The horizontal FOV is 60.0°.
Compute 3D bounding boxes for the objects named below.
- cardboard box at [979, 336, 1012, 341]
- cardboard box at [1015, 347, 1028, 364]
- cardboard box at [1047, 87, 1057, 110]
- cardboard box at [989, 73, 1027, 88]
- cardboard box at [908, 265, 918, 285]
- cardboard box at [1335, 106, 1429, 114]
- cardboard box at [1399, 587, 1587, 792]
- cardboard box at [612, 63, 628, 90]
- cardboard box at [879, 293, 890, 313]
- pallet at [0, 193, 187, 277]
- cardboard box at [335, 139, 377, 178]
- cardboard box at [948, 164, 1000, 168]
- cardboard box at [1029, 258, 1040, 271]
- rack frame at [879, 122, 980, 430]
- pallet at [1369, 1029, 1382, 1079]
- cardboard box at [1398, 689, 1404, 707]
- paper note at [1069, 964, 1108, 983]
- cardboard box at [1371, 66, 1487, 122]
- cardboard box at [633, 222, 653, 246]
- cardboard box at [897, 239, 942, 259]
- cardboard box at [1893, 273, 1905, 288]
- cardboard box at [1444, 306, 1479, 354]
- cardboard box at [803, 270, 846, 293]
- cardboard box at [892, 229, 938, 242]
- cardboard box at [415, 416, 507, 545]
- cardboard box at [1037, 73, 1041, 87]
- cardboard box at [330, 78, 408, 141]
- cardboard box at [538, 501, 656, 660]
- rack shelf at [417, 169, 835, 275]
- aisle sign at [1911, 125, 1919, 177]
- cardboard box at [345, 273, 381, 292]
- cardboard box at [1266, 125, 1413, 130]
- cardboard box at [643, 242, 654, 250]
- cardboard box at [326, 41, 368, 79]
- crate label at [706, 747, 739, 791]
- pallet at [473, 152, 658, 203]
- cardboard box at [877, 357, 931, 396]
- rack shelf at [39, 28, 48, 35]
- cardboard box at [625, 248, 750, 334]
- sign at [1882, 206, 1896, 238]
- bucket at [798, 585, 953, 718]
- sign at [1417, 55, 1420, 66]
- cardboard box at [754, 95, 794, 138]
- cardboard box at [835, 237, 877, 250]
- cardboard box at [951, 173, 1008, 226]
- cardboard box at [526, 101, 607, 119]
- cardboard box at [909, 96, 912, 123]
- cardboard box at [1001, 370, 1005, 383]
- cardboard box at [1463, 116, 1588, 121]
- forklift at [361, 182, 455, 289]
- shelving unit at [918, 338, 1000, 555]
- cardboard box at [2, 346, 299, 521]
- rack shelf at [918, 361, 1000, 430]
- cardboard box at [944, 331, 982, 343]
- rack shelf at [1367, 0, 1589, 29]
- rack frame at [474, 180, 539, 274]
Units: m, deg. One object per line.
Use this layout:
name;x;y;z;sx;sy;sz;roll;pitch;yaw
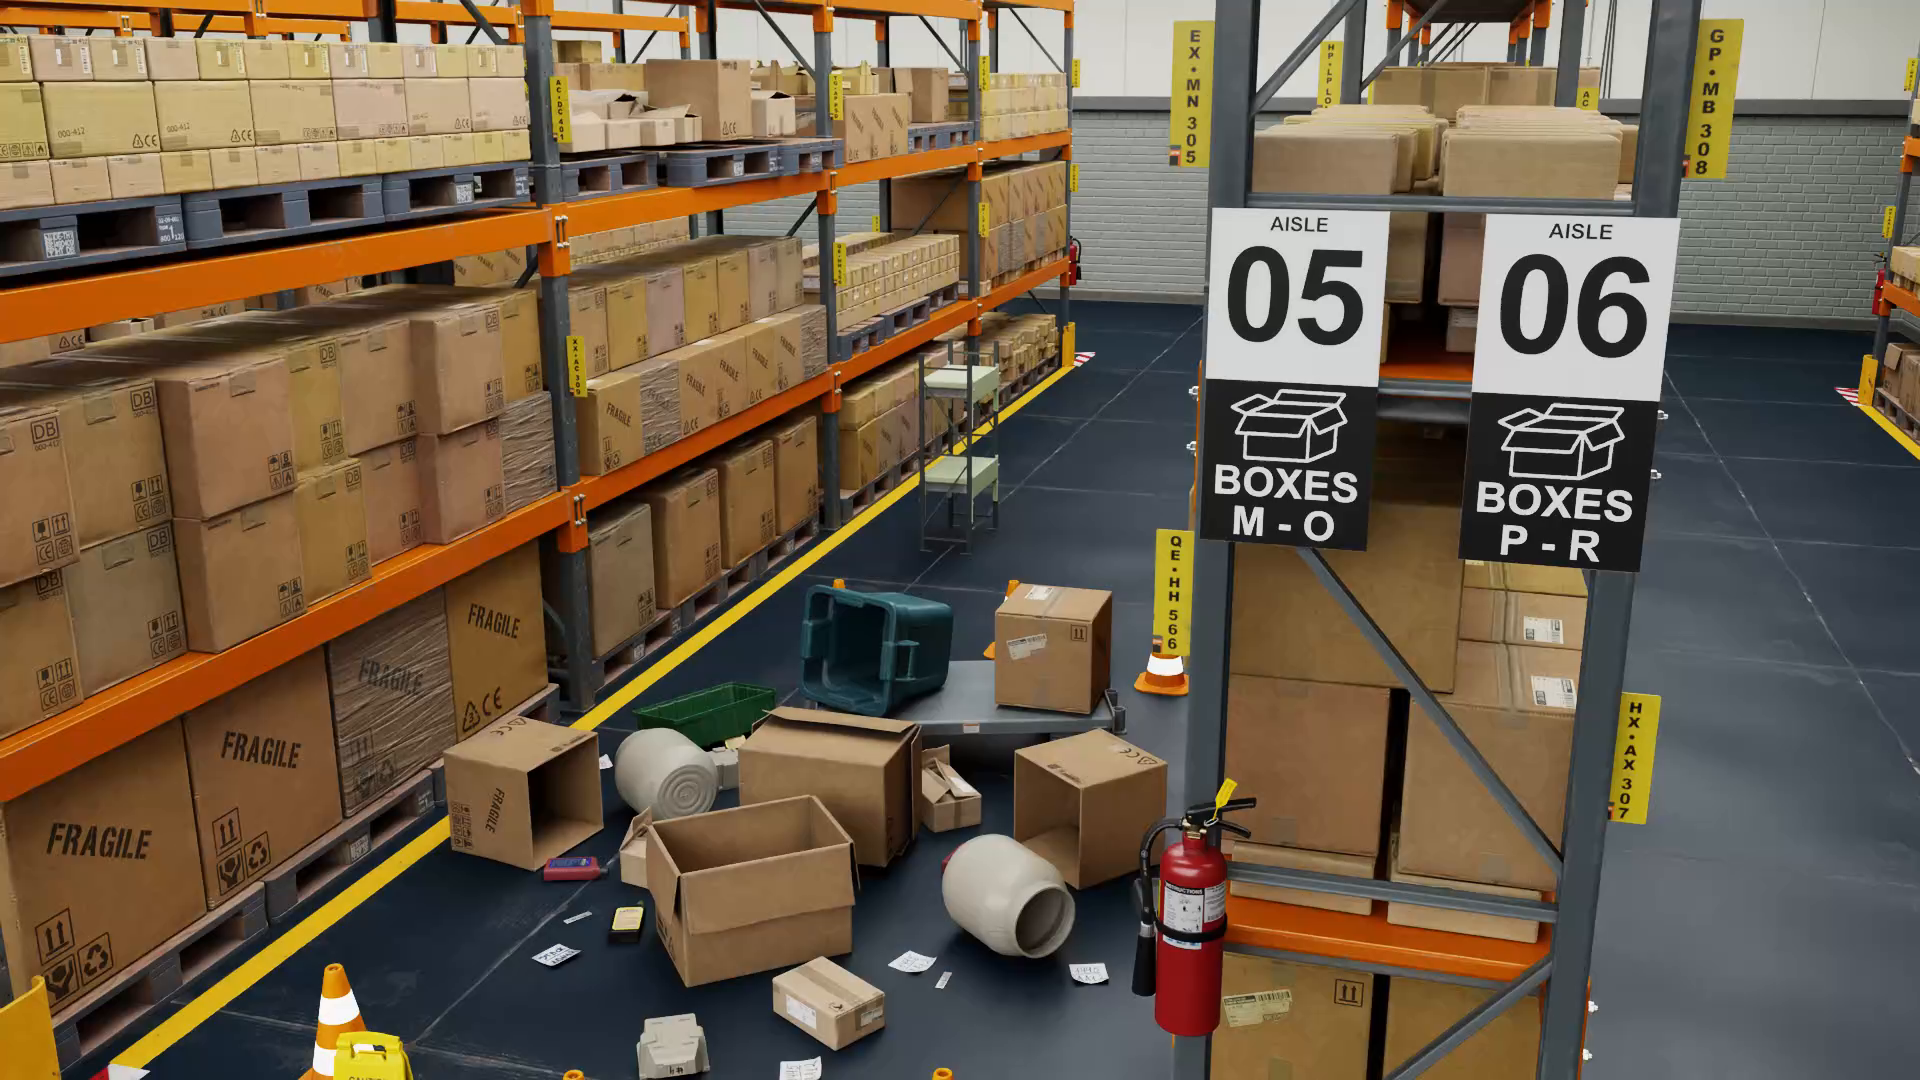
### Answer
cardboard box;0.356;-2.143;18.251;0.380;0.149;0.250;4;16;14
cardboard box;0.536;-2.054;18.483;0.380;0.149;0.250;5;17;16
cardboard box;0.804;-4.990;18.787;0.500;0.250;0.500;4;16;14
cardboard box;0.495;-4.877;17.656;0.380;0.149;0.250;4;16;14
cardboard box;-0.596;-2.366;14.820;0.380;0.149;0.250;5;17;16
cardboard box;1.752;-1.734;6.949;0.380;0.149;0.250;5;17;18
cardboard box;1.608;0.461;4.978;0.500;0.500;0.500;5;17;18
cardboard box;-4.364;-5.388;19.696;0.700;0.500;0.500;3;16;12
cardboard box;-0.816;-2.024;14.158;0.380;0.149;0.250;5;17;18
pallet;-3.511;-1.062;5.743;1.003;0.211;1.213;5;16;16
cardboard box;-2.732;-1.632;7.097;0.380;0.149;0.250;4;16;15
cardboard box;0.147;-3.961;18.738;0.500;0.500;0.500;4;16;15
cardboard box;0.697;-3.161;18.936;0.380;0.149;0.250;4;16;13
rack frame;-0.301;-2.606;16.521;1.000;3.000;0.127;5;16;16
pallet;1.350;2.002;5.383;1.003;0.211;1.213;5;16;16
cardboard box;1.418;0.499;6.035;0.380;0.149;0.250;5;16;16
paper note;0.518;1.731;6.670;0.142;0.019;0.148;-1;16;-3
cardboard box;2.243;-2.131;7.937;0.500;0.250;0.500;5;17;17
cardboard box;-4.064;-3.722;20.183;0.500;0.250;0.500;4;16;14
cardboard box;-0.379;-2.716;15.508;0.380;0.149;0.250;4;16;14
cardboard box;10.014;-2.726;17.403;0.380;0.149;0.250;4;16;15
cardboard box;1.458;-0.569;4.301;0.380;0.149;0.250;4;16;14
cardboard box;-1.120;-2.034;13.105;0.380;0.149;0.250;5;16;16
cardboard box;-0.435;-2.946;16.990;0.500;0.500;0.500;5;16;16
cardboard box;-2.803;-0.342;8.265;0.875;0.550;0.550;5;16;16
cardboard box;0.686;-5.083;18.384;0.380;0.149;0.250;4;16;15
cardboard box;-2.756;-1.866;7.191;0.500;0.250;0.500;4;16;15
cardboard box;-2.484;0.198;9.989;1.050;0.750;0.750;5;16;16
rack shelf;-2.006;-2.134;10.676;1.077;0.370;4.000;5;16;16
aisle sign;10.108;-4.203;17.386;0.394;0.787;0.004;5;16;16
cardboard box;-5.621;-2.260;15.118;0.500;0.500;0.500;4;16;14
cardboard box;1.041;-1.059;4.569;0.380;0.149;0.250;4;16;15
cardboard box;-3.966;-3.557;20.333;0.380;0.149;0.250;4;16;15
cardboard box;-2.732;-2.019;6.999;0.380;0.149;0.250;4;16;15
crate label;-1.228;1.163;8.478;0.298;0.136;0.250;-7;17;-23
pallet;-2.361;-2.108;9.618;0.805;0.209;1.217;4;16;14
cardboard box;-0.566;-1.479;14.985;0.500;0.250;0.500;4;16;13
rack shelf;-13.956;-6.848;21.807;1.077;0.370;4.000;5;16;16
cardboard box;-1.861;-1.705;11.330;0.700;0.500;0.500;4;16;15
sign;9.850;-3.370;17.627;0.100;0.325;0.005;5;16;16
bucket;-0.403;0.545;8.626;0.726;0.611;0.620;11;9;35
sign;5.080;-5.242;18.569;0.100;0.325;0.005;5;16;16
cardboard box;-1.519;-3.220;13.005;0.500;0.500;0.500;5;16;16
cardboard box;-1.003;-2.766;15.685;0.380;0.149;0.250;5;17;16
cardboard box;0.193;-3.515;17.162;0.500;0.500;0.500;4;16;14
cardboard box;-2.435;-2.474;9.881;0.500;0.250;0.500;4;16;15
cardboard box;-0.753;-3.995;15.312;0.500;0.311;0.500;4;16;15
cardboard box;0.274;-1.789;18.095;0.380;0.149;0.250;4;16;13
cardboard box;1.822;-1.288;5.376;0.380;0.149;0.250;5;17;17
forklift;-4.748;-1.587;13.053;3.031;2.935;1.130;-9;18;-30
shelving unit;-0.002;-0.720;12.619;0.431;1.500;0.755;5;16;16
cardboard box;-3.212;-0.440;6.628;0.875;0.550;0.550;5;16;16
rack shelf;-0.002;-1.095;12.512;0.431;0.370;0.720;5;16;16
cardboard box;0.026;-2.240;18.594;0.380;0.149;0.250;5;16;16
rack shelf;2.768;-3.027;9.061;1.077;0.370;4.000;5;16;16
rack frame;-5.028;-3.017;17.971;1.000;3.000;0.127;5;16;16
